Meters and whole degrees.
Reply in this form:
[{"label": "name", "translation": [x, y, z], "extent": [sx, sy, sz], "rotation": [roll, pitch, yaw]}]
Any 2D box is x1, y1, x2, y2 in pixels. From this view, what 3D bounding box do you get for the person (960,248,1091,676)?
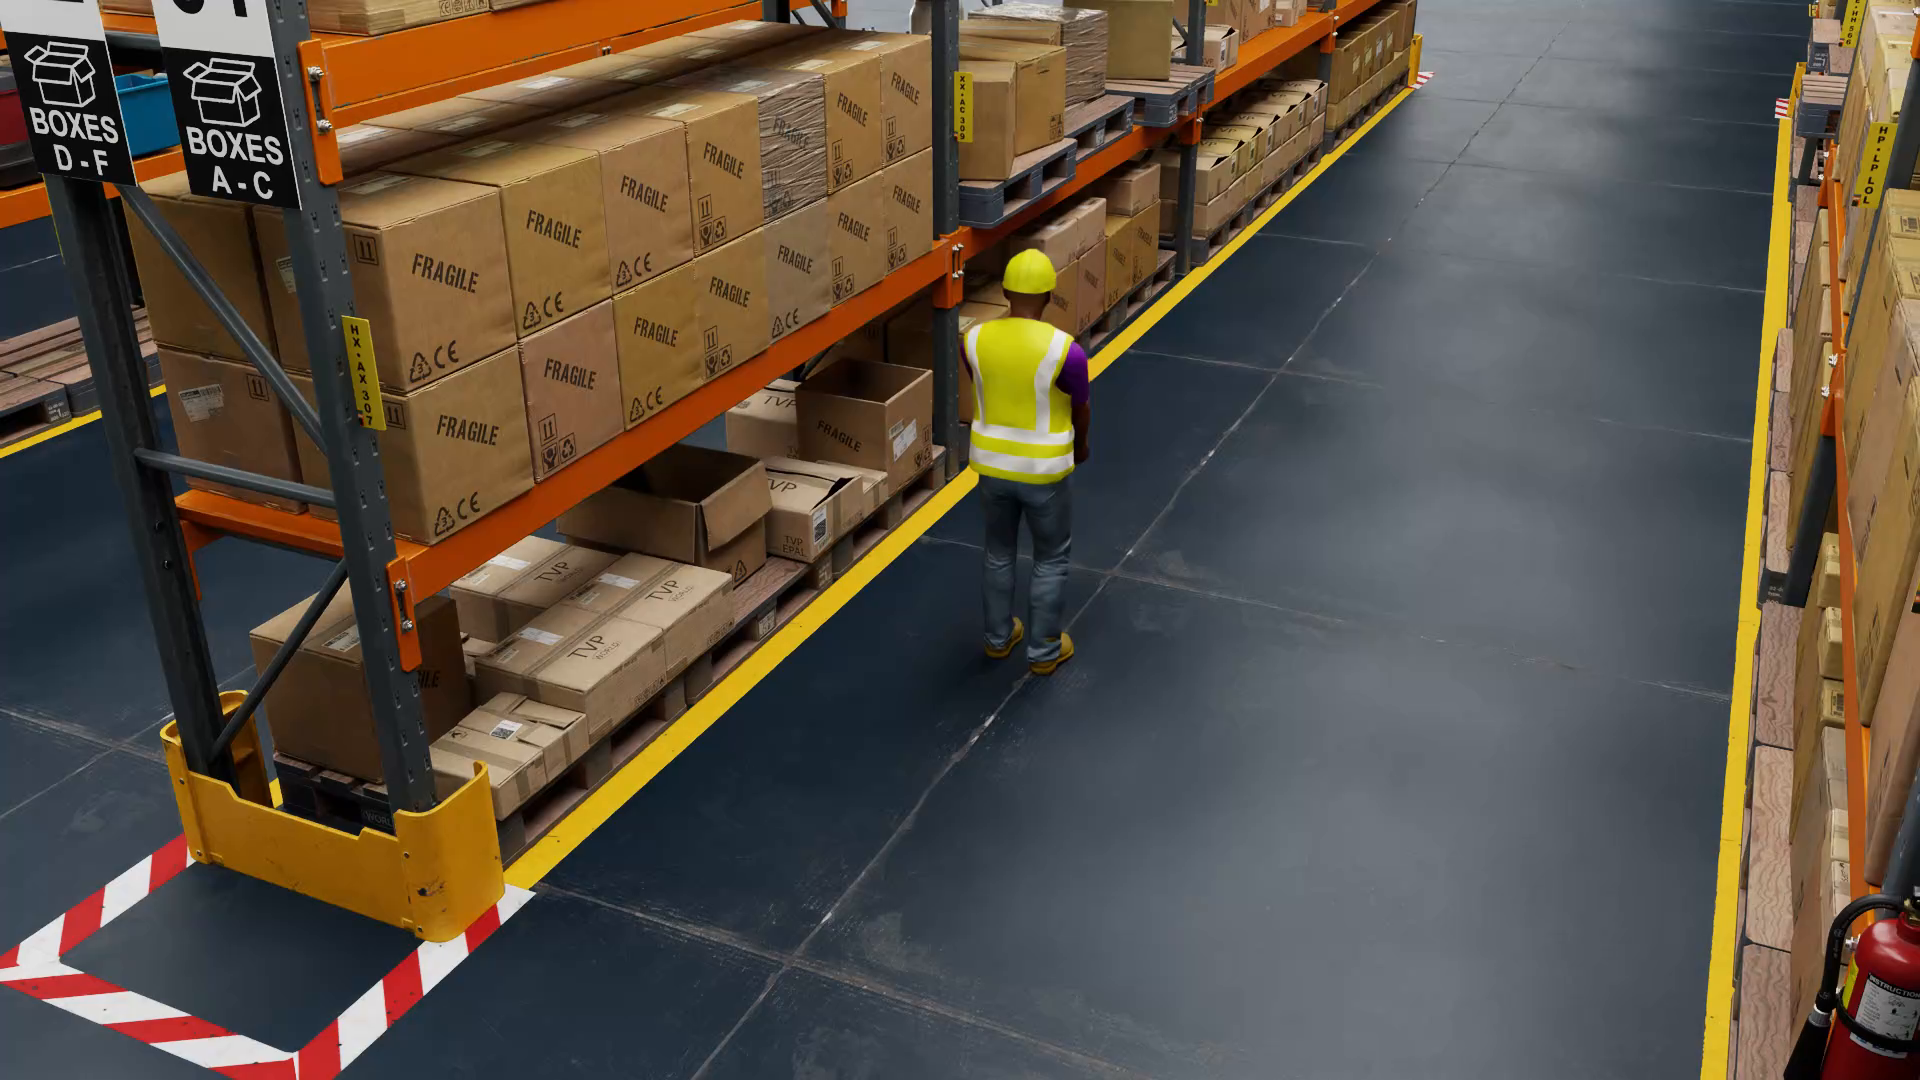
[{"label": "person", "translation": [0.282, -0.331, 6.775], "extent": [0.505, 1.756, 0.575], "rotation": [11, 28, 21]}]
